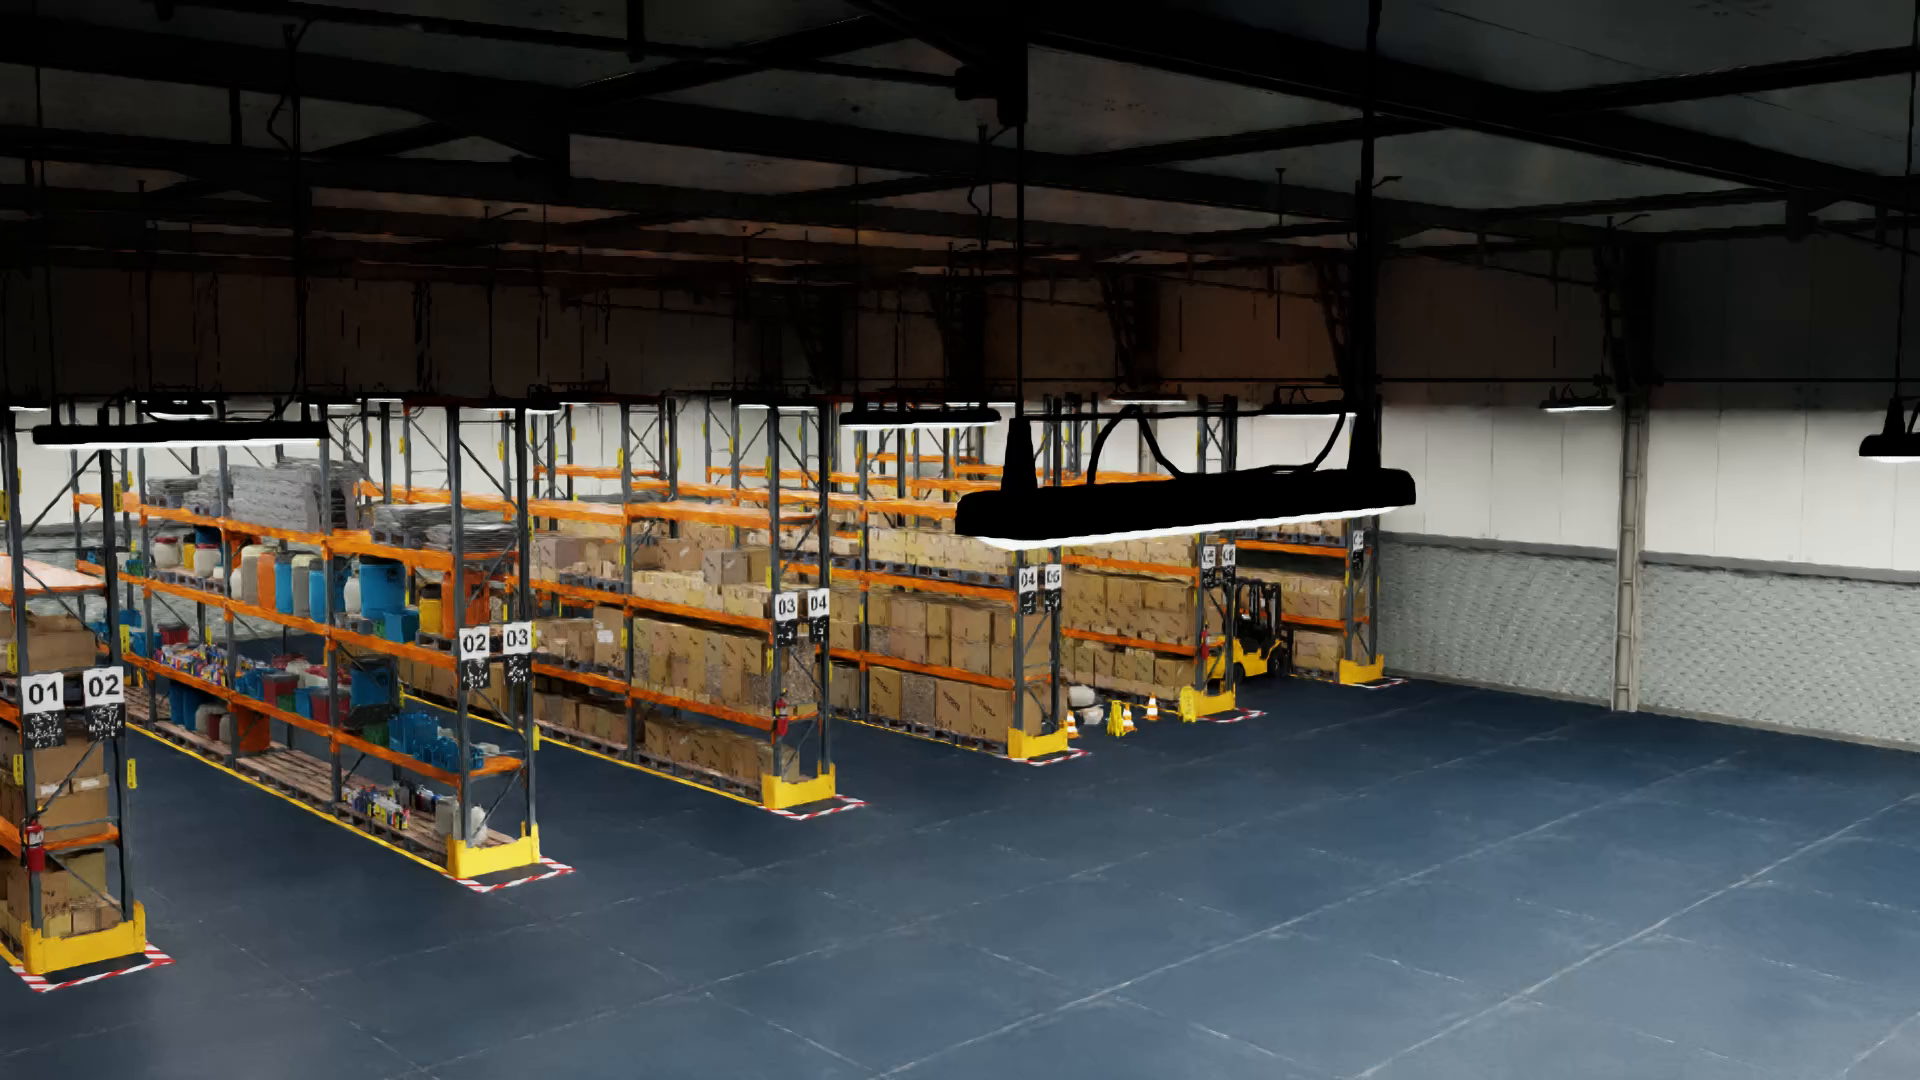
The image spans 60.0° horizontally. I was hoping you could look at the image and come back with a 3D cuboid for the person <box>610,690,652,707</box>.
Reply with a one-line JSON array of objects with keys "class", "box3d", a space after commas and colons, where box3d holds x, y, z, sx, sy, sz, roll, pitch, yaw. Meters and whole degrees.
[{"class": "person", "box3d": [-6.397, 2.392, 31.948, 0.577, 1.691, 1.121, -5, 7, -41]}]
